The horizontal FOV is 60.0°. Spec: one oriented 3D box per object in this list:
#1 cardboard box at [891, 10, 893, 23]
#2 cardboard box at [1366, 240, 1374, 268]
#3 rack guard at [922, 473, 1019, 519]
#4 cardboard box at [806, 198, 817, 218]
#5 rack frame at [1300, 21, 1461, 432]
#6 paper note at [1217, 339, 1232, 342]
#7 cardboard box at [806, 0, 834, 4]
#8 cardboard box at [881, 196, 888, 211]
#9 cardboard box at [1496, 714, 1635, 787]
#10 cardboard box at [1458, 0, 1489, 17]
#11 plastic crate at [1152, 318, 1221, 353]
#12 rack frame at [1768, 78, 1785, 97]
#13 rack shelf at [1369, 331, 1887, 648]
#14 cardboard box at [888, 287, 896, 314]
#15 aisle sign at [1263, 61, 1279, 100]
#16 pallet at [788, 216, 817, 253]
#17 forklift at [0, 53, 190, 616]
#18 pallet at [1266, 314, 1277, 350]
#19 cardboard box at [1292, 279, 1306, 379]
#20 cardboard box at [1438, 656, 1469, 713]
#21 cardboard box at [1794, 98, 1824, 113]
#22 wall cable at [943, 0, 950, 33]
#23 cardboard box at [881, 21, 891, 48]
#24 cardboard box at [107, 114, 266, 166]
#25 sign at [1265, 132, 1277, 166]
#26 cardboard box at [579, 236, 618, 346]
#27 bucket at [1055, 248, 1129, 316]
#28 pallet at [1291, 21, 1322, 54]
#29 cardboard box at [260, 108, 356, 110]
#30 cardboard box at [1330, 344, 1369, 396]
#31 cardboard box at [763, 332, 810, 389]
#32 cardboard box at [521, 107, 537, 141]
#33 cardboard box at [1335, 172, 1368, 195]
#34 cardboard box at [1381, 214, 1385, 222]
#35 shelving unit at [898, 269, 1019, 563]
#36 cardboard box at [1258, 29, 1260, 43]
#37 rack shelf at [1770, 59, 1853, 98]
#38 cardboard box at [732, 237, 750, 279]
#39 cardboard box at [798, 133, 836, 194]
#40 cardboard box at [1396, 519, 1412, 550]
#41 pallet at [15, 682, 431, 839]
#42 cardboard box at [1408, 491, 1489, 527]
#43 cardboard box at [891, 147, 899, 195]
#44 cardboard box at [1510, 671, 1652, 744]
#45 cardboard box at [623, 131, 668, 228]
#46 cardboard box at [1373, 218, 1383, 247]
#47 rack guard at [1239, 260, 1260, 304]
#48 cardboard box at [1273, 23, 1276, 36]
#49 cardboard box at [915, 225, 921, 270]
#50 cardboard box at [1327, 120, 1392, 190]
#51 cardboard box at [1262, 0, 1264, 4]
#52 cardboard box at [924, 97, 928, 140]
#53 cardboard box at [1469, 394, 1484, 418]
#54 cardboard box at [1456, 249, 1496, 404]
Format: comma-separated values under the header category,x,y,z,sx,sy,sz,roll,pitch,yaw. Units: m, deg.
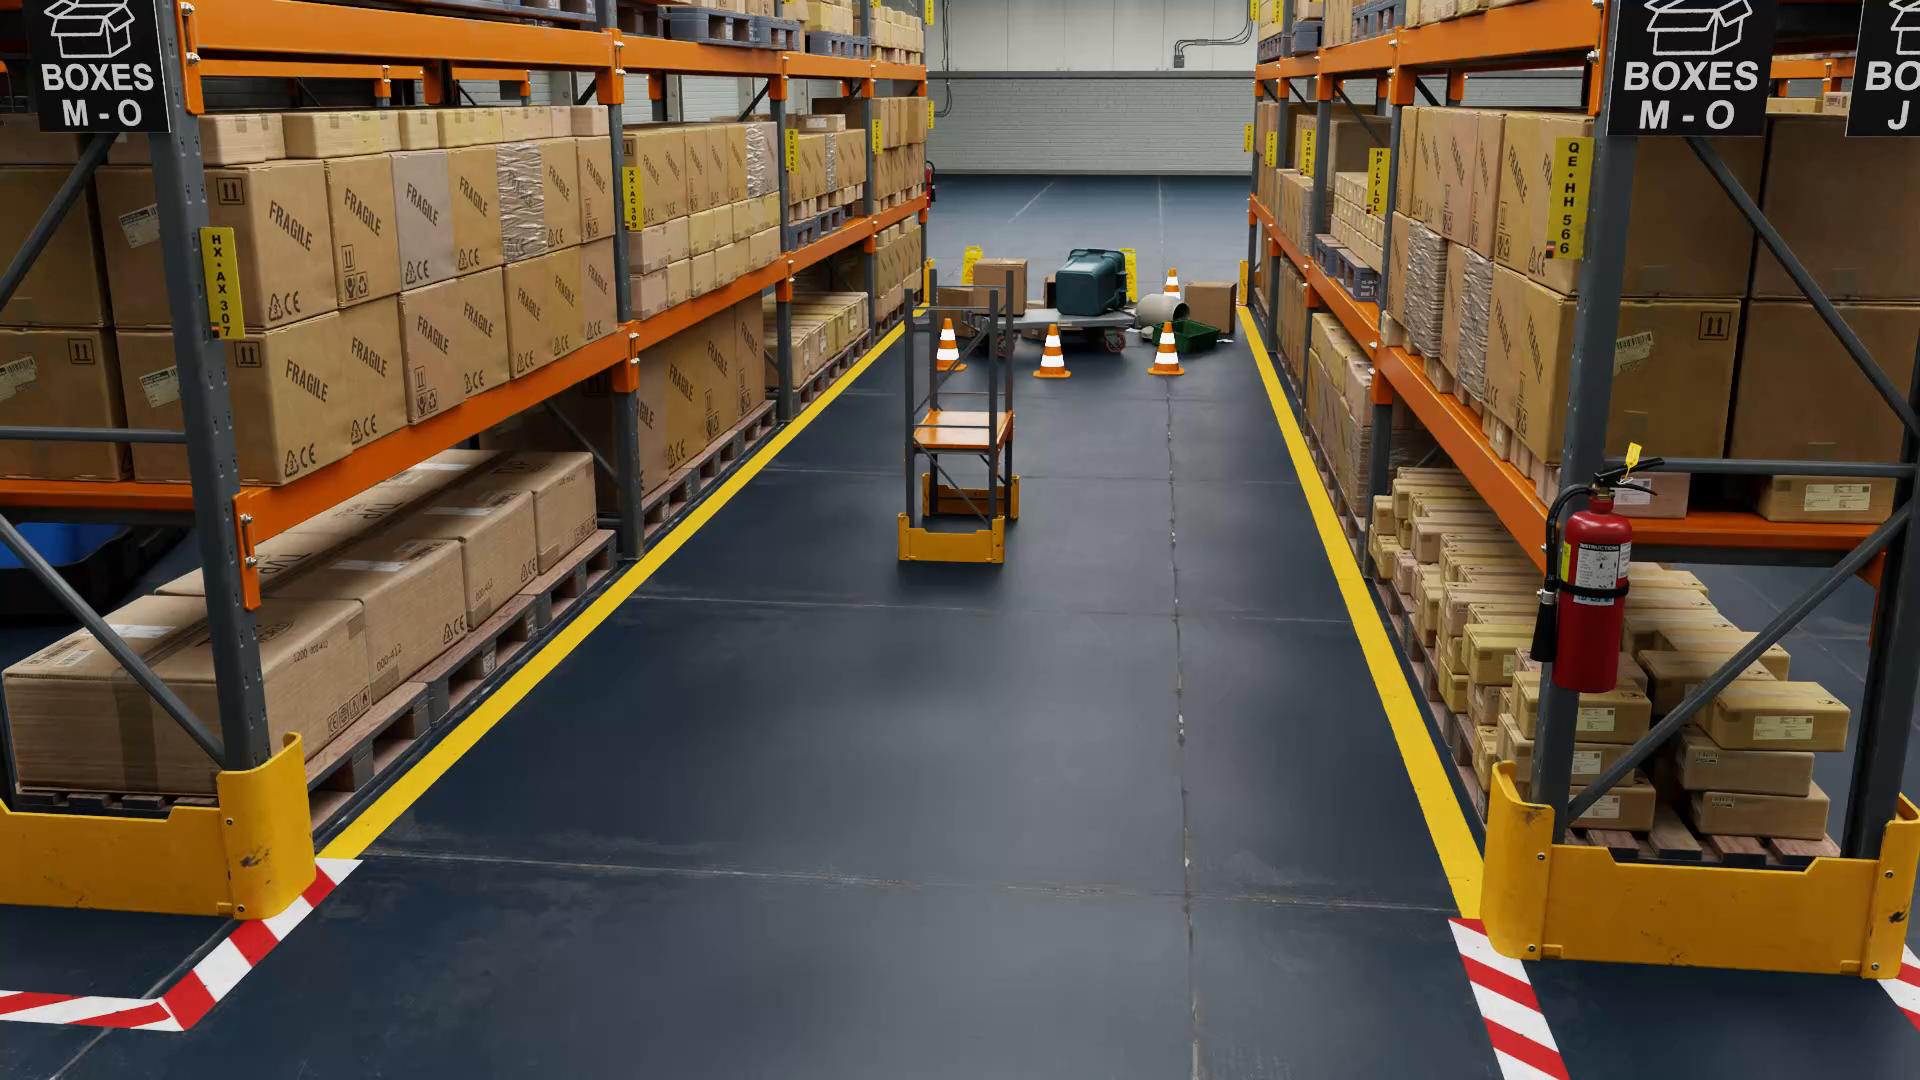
category,x,y,z,sx,sy,sz,roll,pitch,yaw
cardboard box,-0.915,-5.552,17.653,0.380,0.149,0.250,1,15,5
cardboard box,2.621,-1.694,9.855,0.380,0.149,0.250,1,15,4
rack guard,0.065,-0.270,10.180,0.587,0.250,0.087,2,15,6
cardboard box,-1.404,-2.764,13.814,0.380,0.149,0.250,2,15,7
rack frame,3.111,-2.271,12.316,1.000,3.000,0.127,2,15,6
paper note,2.739,-2.077,17.283,0.147,0.020,0.142,-10,18,-32
cardboard box,-1.399,-4.829,14.552,0.500,0.250,0.500,2,15,7
cardboard box,-0.974,-3.579,17.634,0.380,0.149,0.250,2,15,8
cardboard box,1.984,0.688,5.458,0.380,0.149,0.250,1,15,5
cardboard box,2.157,-2.097,6.212,0.500,0.250,0.500,2,15,9
plastic crate,2.280,-2.063,16.821,0.450,0.188,0.662,22,25,31
rack frame,8.931,-4.174,19.352,1.000,3.000,0.127,2,15,6
rack shelf,2.434,-0.368,6.654,1.077,0.370,4.000,2,15,6
cardboard box,-0.983,-2.588,17.948,0.500,0.250,0.500,3,15,9
aisle sign,3.724,-5.628,19.750,0.394,0.787,0.004,2,15,6
pallet,-1.844,-2.486,13.478,1.213,0.211,1.003,2,15,6
forklift,-5.032,-1.359,9.073,1.130,2.935,3.031,-3,15,-10
pallet,3.726,-2.158,17.237,1.003,0.211,1.213,2,15,6
cardboard box,3.365,-1.770,13.968,1.050,0.750,0.750,2,15,7
cardboard box,2.086,0.566,6.479,0.380,0.149,0.250,1,15,4
cardboard box,8.257,-3.936,15.794,0.500,0.500,0.500,2,15,6
wall cable,0.897,-16.718,50.524,3.097,2.526,0.112,2,15,6
cardboard box,-0.997,-5.188,17.072,0.500,0.250,0.500,2,15,6
cardboard box,-2.406,-1.244,5.167,0.380,0.149,0.250,2,15,7
sign,3.011,-3.781,16.088,0.100,0.325,0.005,2,15,6
cardboard box,-2.068,-1.274,8.435,0.500,0.500,0.500,2,15,7
bucket,1.287,-2.566,16.763,0.726,0.611,0.620,7,27,25
pallet,3.131,-3.797,12.572,1.213,0.211,1.003,2,15,9
cardboard box,-2.754,-1.729,6.960,0.380,0.149,0.250,2,15,6
cardboard box,2.609,-1.063,10.395,0.500,0.250,0.500,1,15,4
cardboard box,-1.745,-1.471,13.587,0.950,0.372,0.625,1,15,2
cardboard box,-2.175,-1.913,7.639,0.380,0.149,0.250,2,15,6
cardboard box,2.866,-2.525,11.790,0.380,0.149,0.250,2,15,6
cardboard box,2.572,-1.849,9.291,0.380,0.149,0.250,1,15,4
shelving unit,0.009,-0.744,9.539,0.587,1.500,1.083,2,15,6
cardboard box,3.657,-5.845,19.268,0.380,0.149,0.250,2,15,7
rack shelf,8.705,-4.756,17.136,1.077,0.370,4.000,2,15,6
cardboard box,-1.733,-1.917,11.291,0.500,0.250,0.500,2,15,6
cardboard box,-1.369,-3.298,14.547,0.500,0.500,0.500,1,15,4
cardboard box,2.362,-0.051,8.192,0.380,0.149,0.250,2,15,7
pallet,-2.709,0.820,6.224,1.003,0.211,1.213,2,15,6
cardboard box,2.346,-0.128,7.905,0.380,0.149,0.250,1,15,5
cardboard box,-0.938,-3.987,17.899,0.500,0.500,0.500,2,15,6
cardboard box,2.016,0.545,5.417,0.380,0.149,0.250,2,15,7
cardboard box,-1.935,-1.990,9.168,0.500,0.500,0.500,2,15,7
cardboard box,2.594,-1.772,9.575,0.380,0.149,0.250,1,15,4
rack guard,4.017,-3.146,20.338,1.175,0.500,0.348,2,15,6
cardboard box,3.371,-5.189,16.845,0.380,0.149,0.250,2,15,6
cardboard box,-0.747,-3.488,19.841,0.500,0.500,0.500,2,15,7
cardboard box,3.172,-2.918,12.602,0.700,0.500,0.500,2,15,6
cardboard box,3.602,-6.100,18.687,0.380,0.149,0.250,1,15,5
cardboard box,-0.757,-5.001,19.735,0.700,0.500,0.500,1,15,5
cardboard box,2.211,-0.569,6.501,0.380,0.149,0.250,2,15,7
cardboard box,2.114,-0.778,6.030,0.500,0.500,0.500,2,15,6
